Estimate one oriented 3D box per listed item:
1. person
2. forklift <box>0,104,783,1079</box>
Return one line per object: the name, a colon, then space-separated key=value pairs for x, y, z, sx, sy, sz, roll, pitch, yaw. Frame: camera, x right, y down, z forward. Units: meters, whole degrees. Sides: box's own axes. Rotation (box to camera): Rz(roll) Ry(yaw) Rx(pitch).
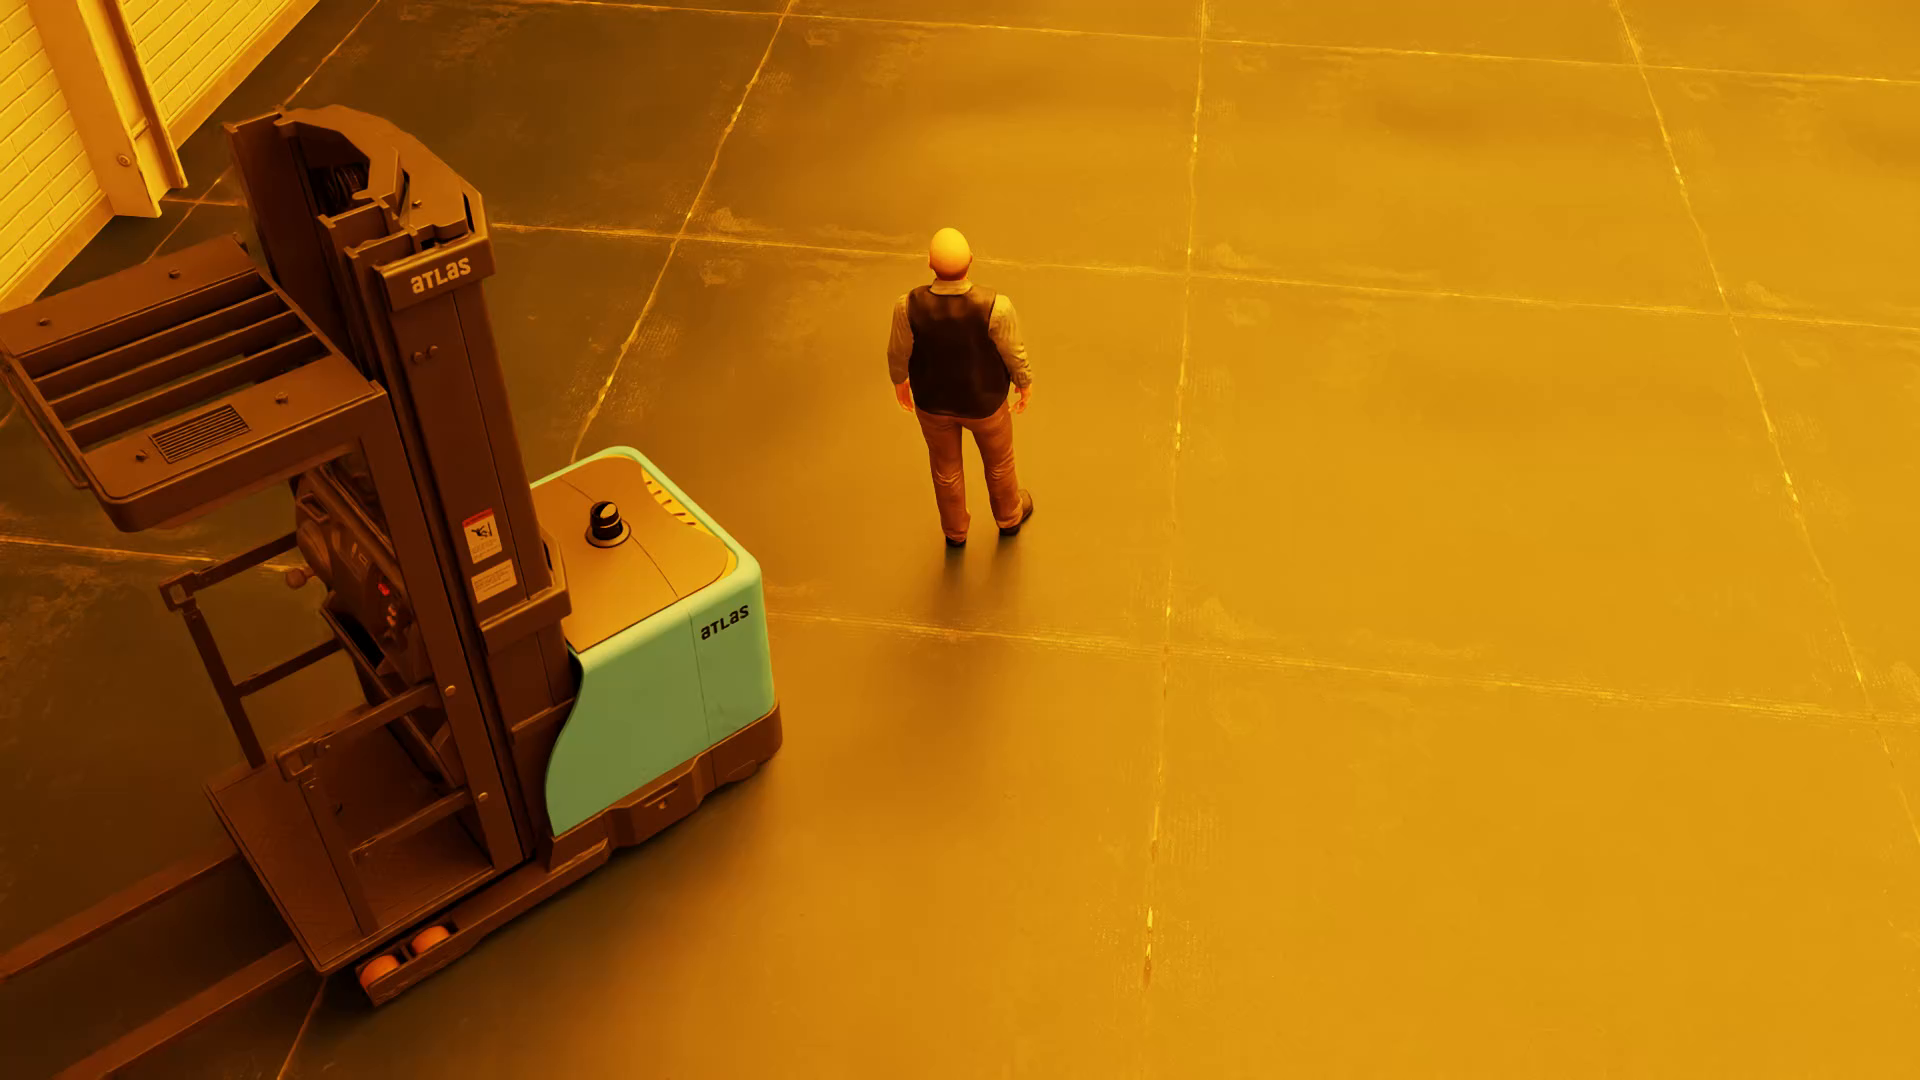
person: x=0.016 y=-0.681 z=7.349 sx=0.633 sy=1.722 sz=0.566 roll=5 pitch=43 yaw=6
forklift: x=-2.190 y=0.191 z=5.516 sx=3.031 sy=2.935 sz=1.130 roll=-29 pitch=50 yaw=-28
